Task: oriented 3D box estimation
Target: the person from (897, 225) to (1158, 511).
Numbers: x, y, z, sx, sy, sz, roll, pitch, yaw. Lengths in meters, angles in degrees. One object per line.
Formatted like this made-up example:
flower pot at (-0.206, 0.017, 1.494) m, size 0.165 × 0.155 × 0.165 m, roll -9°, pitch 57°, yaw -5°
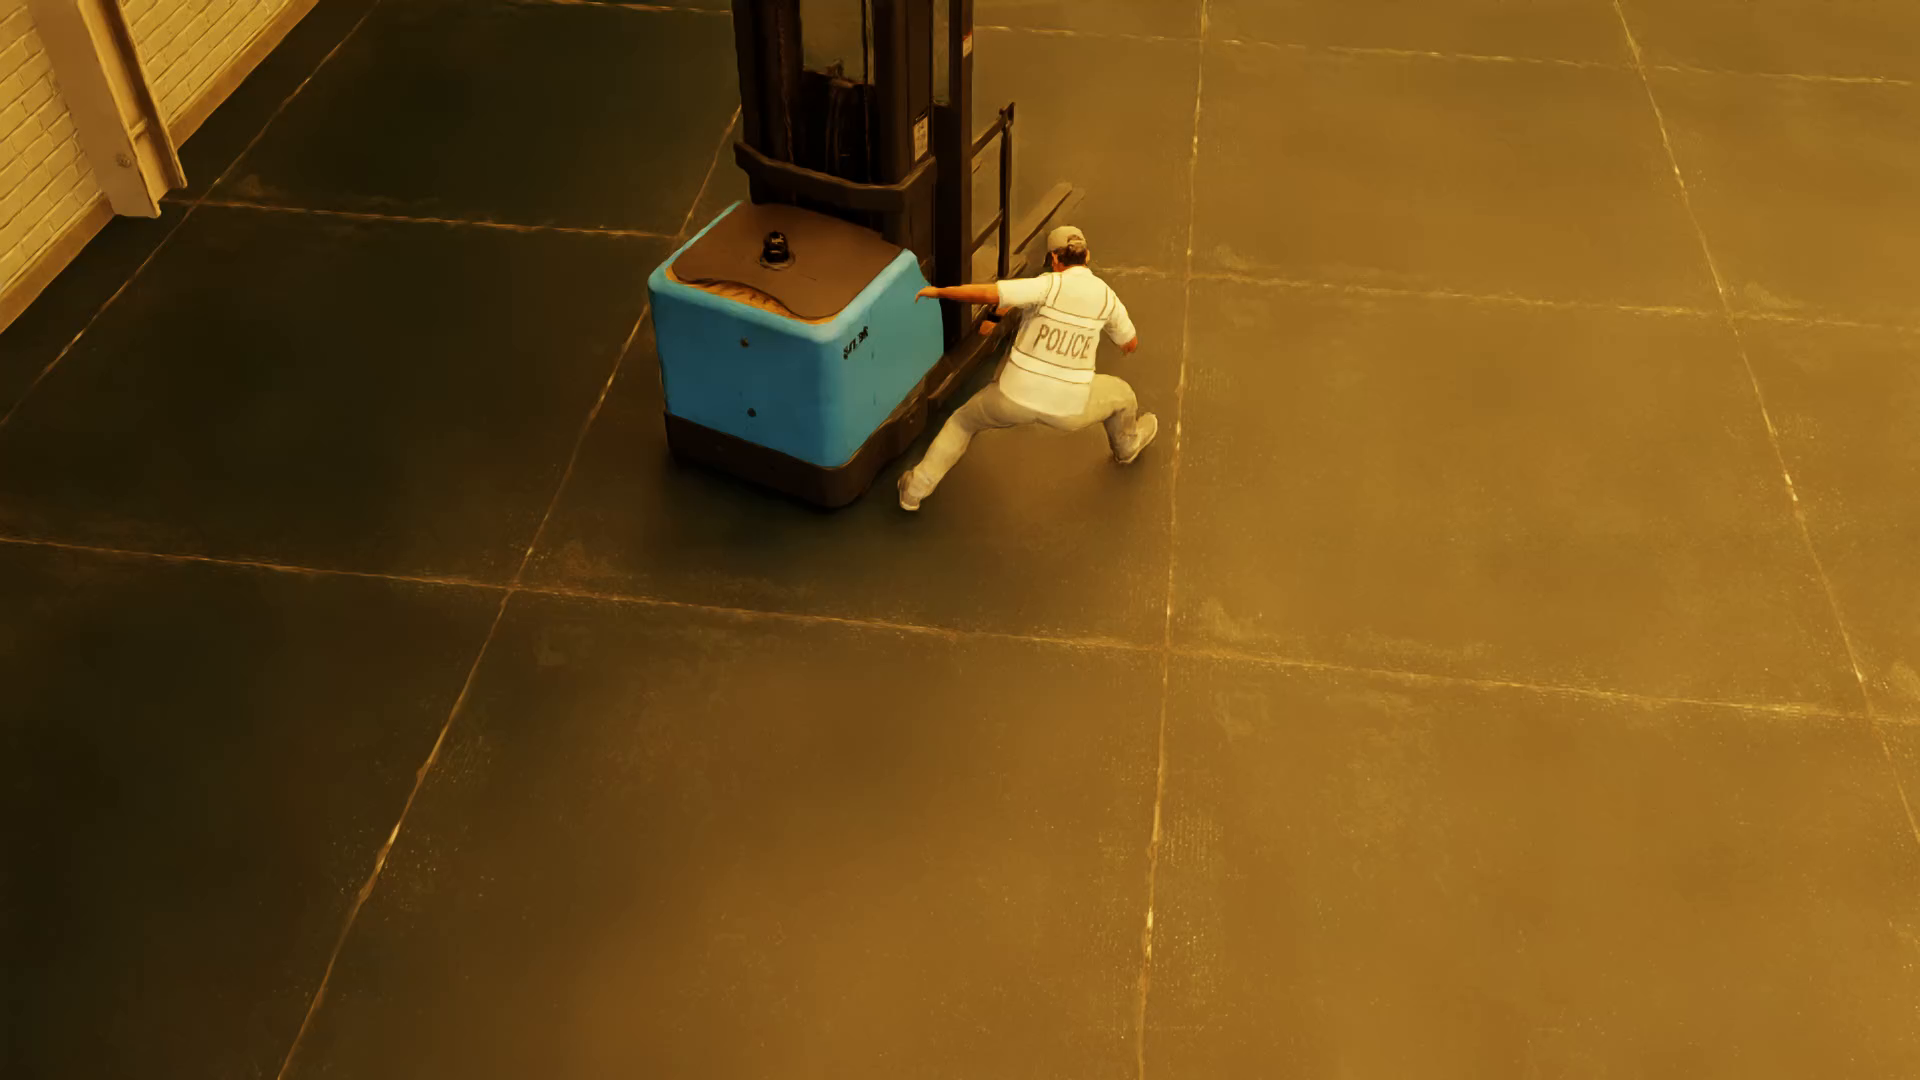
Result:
person at (0.340, -0.799, 7.785) m, size 1.270 × 1.352 × 0.741 m, roll 3°, pitch 43°, yaw 3°

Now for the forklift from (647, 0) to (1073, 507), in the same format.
forklift at (-0.328, -2.228, 8.150) m, size 1.130 × 2.935 × 3.031 m, roll 19°, pitch 46°, yaw 20°
